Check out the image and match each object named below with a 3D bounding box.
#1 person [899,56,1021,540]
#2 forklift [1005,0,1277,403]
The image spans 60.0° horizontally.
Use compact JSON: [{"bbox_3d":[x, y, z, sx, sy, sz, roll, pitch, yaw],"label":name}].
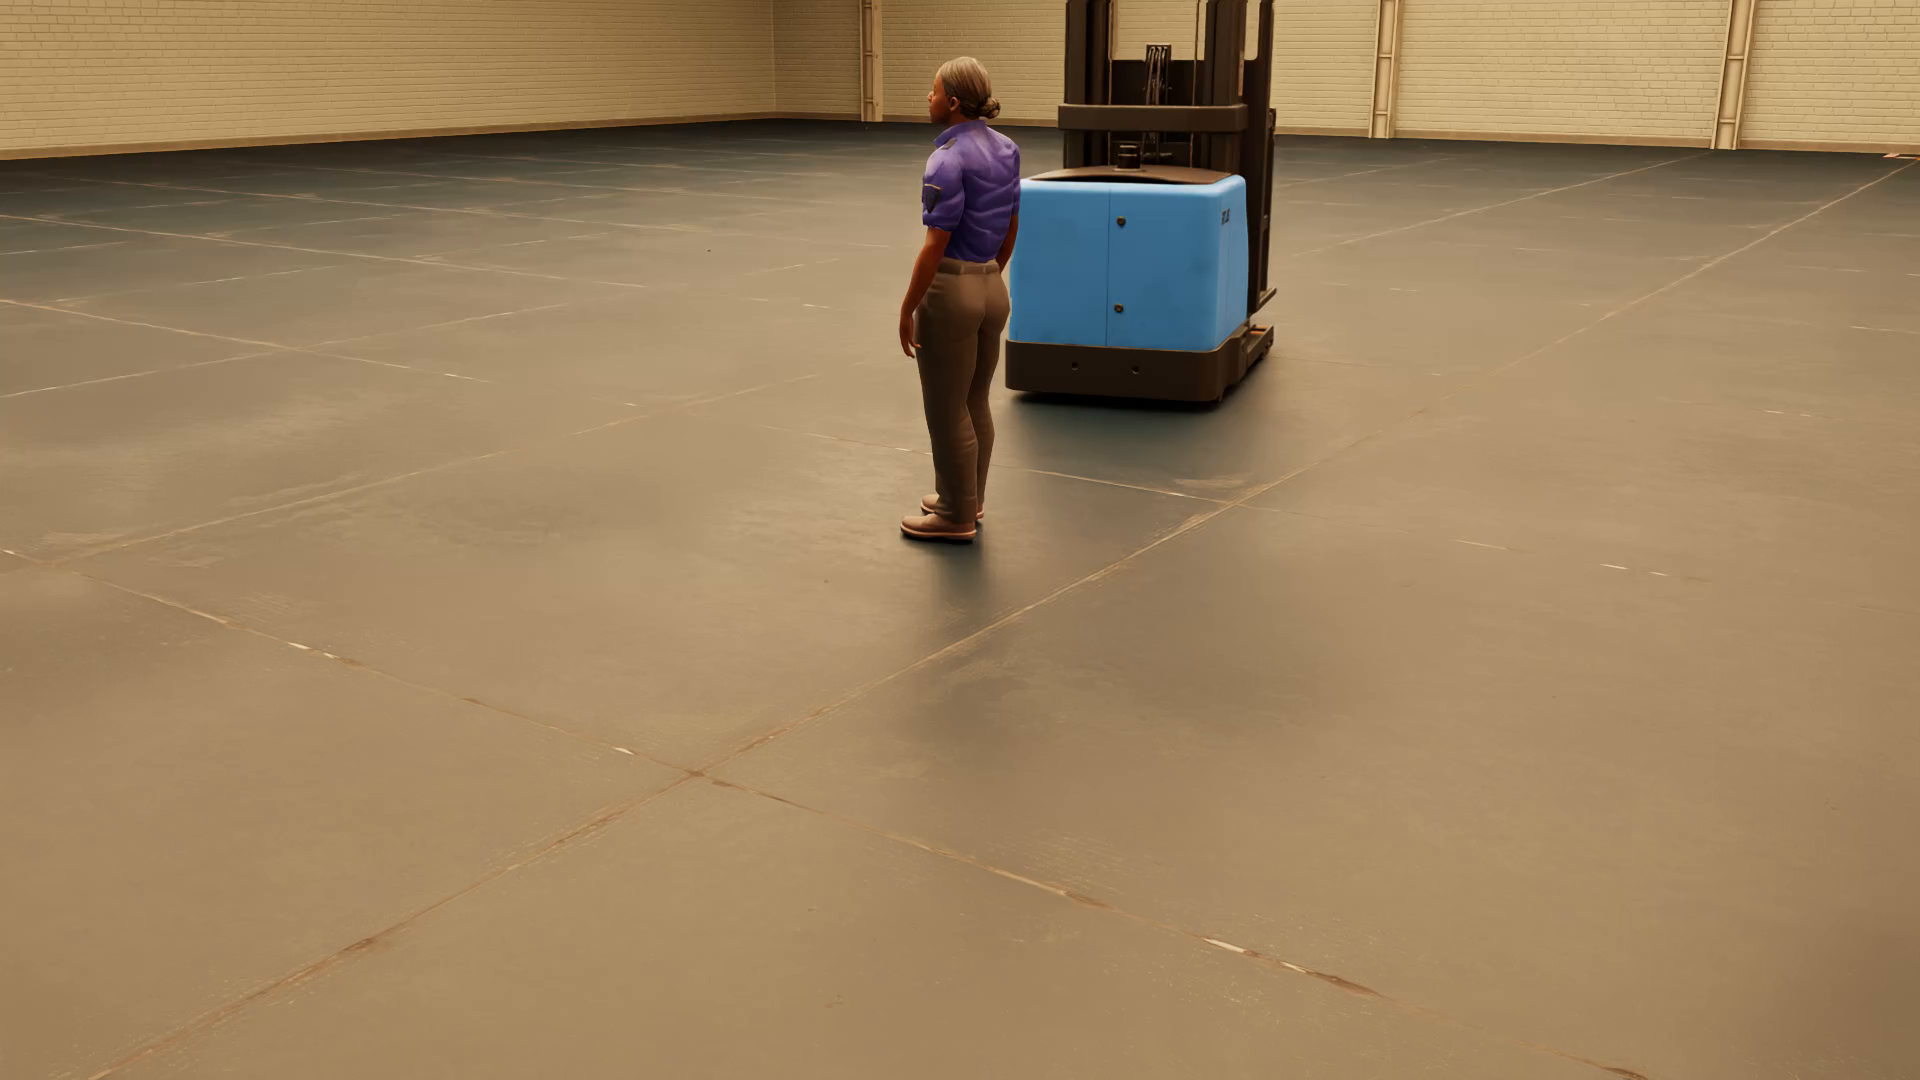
[{"bbox_3d":[-0.061,-0.818,5.773,0.504,1.654,0.569,11,20,33],"label":"person"},{"bbox_3d":[1.165,-2.442,8.998,1.130,2.935,3.031,5,17,17],"label":"forklift"}]
